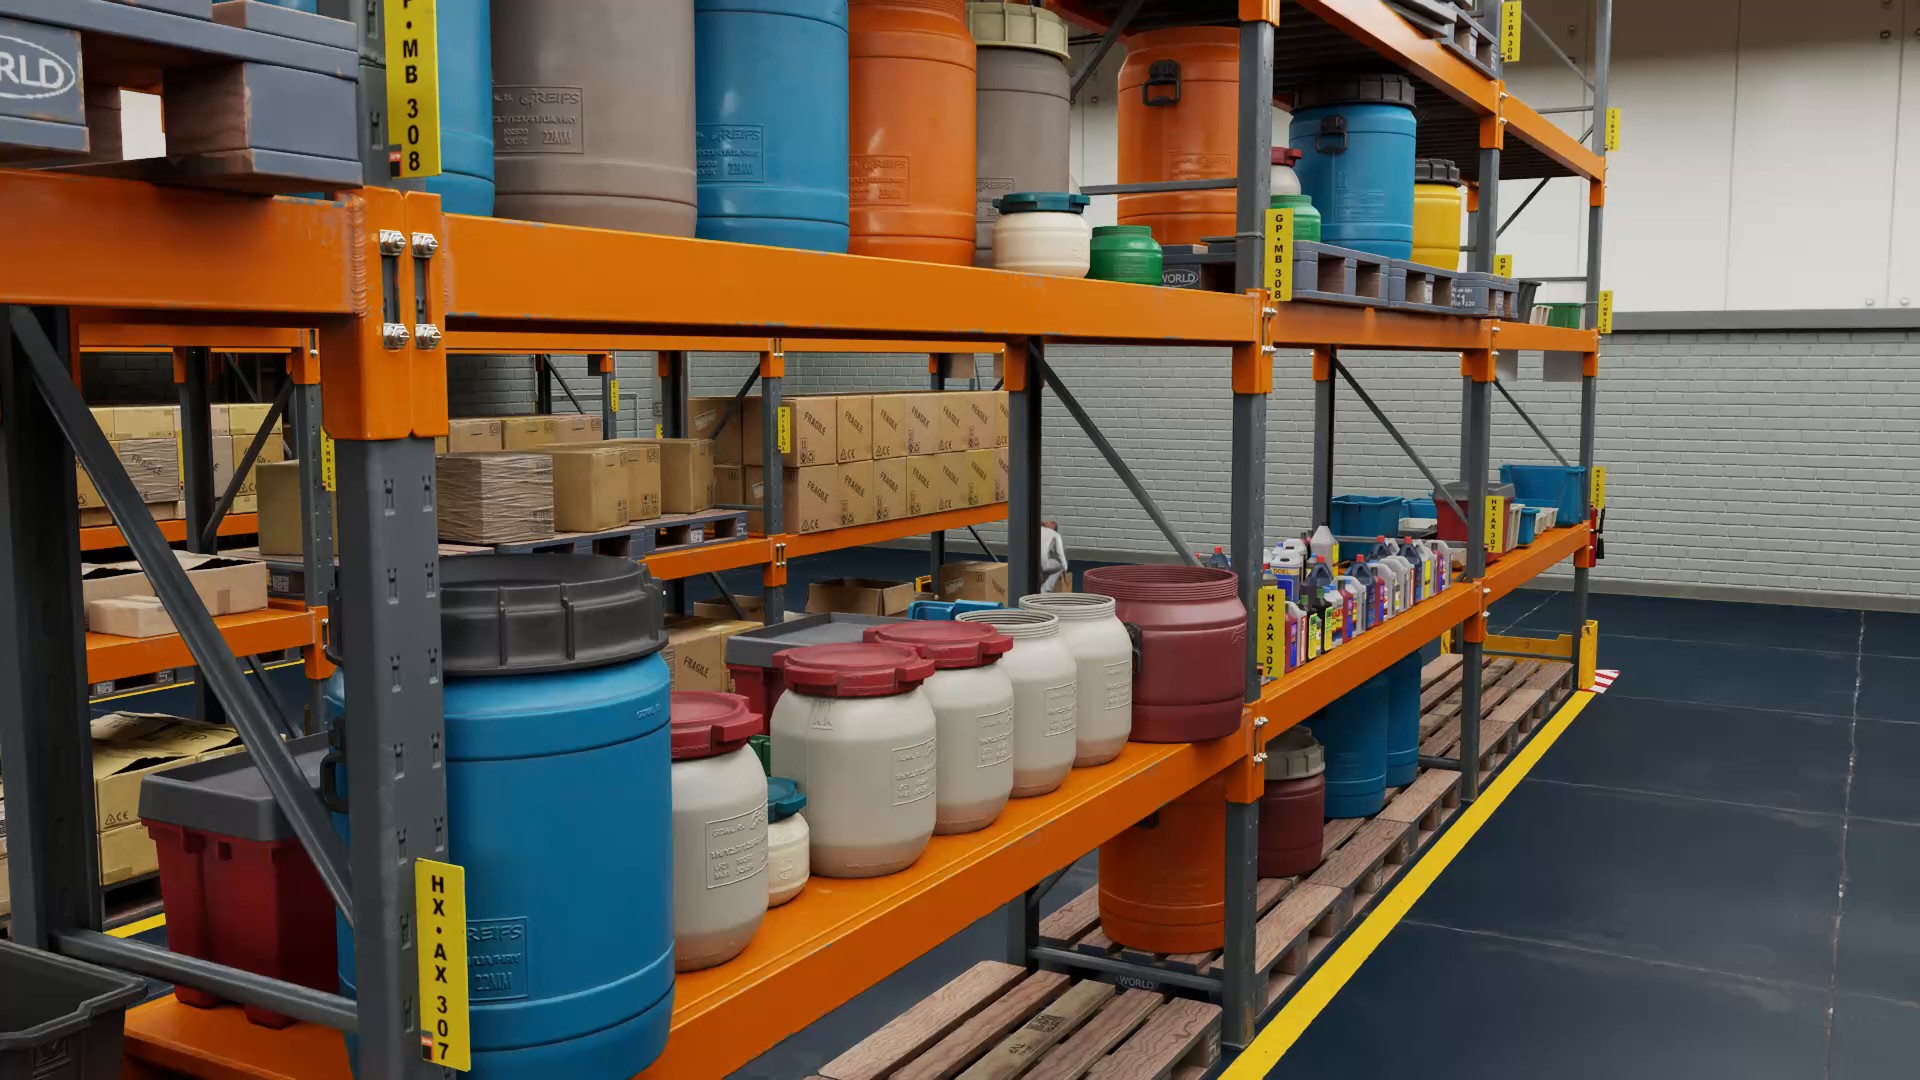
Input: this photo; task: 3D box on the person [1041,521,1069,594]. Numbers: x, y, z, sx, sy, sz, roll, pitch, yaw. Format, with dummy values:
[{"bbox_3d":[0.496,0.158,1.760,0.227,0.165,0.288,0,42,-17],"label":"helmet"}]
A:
[{"bbox_3d":[0.883,0.237,17.969,0.440,0.829,0.804,3,7,28],"label":"person"}]
